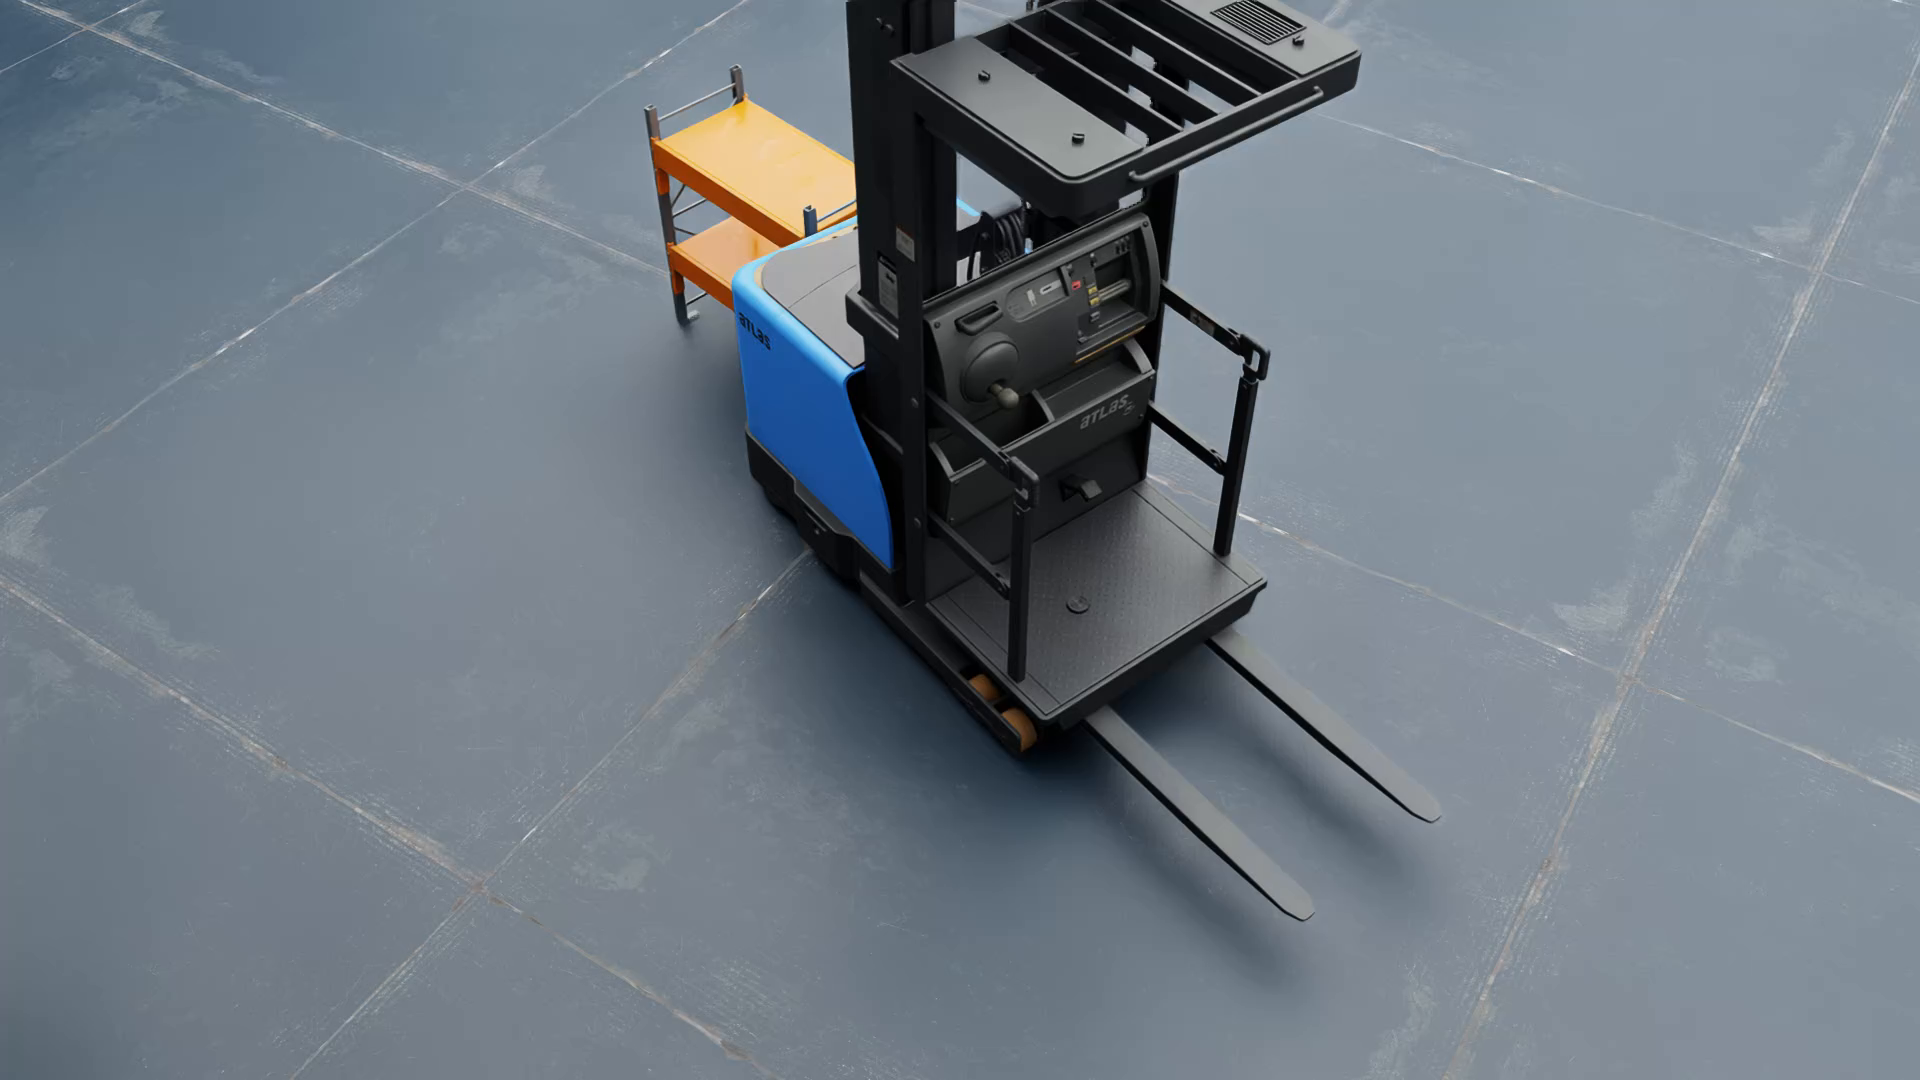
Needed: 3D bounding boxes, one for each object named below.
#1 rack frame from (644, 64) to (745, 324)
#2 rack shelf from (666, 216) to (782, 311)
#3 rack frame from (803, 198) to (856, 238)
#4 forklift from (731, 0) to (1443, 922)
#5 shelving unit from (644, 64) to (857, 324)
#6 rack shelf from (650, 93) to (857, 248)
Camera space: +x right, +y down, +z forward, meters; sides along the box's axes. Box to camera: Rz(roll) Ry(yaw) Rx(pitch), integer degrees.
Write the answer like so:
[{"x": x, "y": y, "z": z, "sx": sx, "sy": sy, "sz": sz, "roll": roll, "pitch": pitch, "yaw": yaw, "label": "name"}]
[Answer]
[{"x": -1.129, "y": -1.529, "z": 7.451, "sx": 0.500, "sy": 1.125, "sz": 0.032, "roll": -35, "pitch": 55, "yaw": -29, "label": "rack frame"}, {"x": -0.774, "y": -1.097, "z": 7.373, "sx": 0.538, "sy": 0.278, "sz": 1.000, "roll": -35, "pitch": 55, "yaw": -29, "label": "rack shelf"}, {"x": -0.419, "y": -1.007, "z": 6.944, "sx": 0.500, "sy": 1.125, "sz": 0.032, "roll": -35, "pitch": 55, "yaw": -29, "label": "rack frame"}, {"x": 0.423, "y": -0.662, "z": 5.349, "sx": 1.130, "sy": 2.935, "sz": 3.031, "roll": -29, "pitch": 52, "yaw": -25, "label": "forklift"}, {"x": -0.774, "y": -1.268, "z": 7.198, "sx": 0.538, "sy": 1.125, "sz": 1.048, "roll": -35, "pitch": 55, "yaw": -29, "label": "shelving unit"}, {"x": -0.774, "y": -1.472, "z": 6.988, "sx": 0.538, "sy": 0.278, "sz": 1.000, "roll": -35, "pitch": 55, "yaw": -29, "label": "rack shelf"}]
